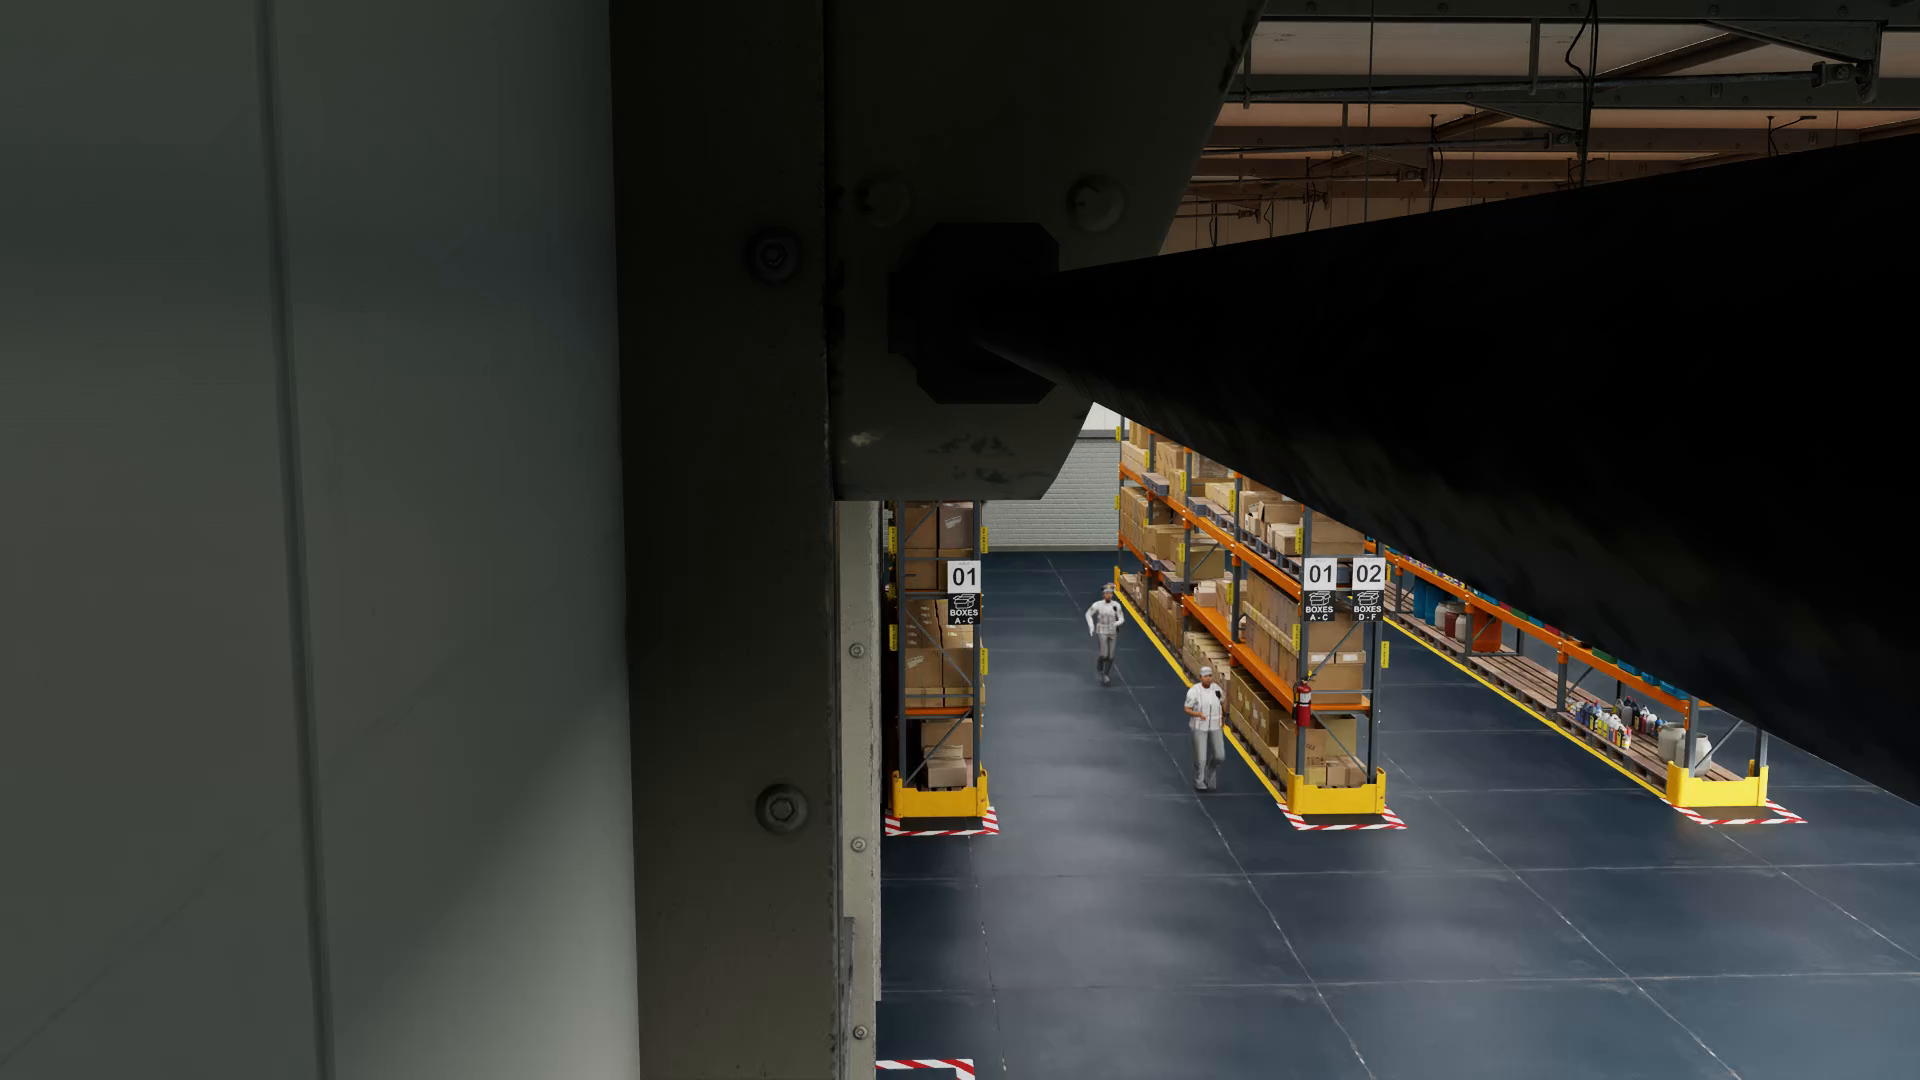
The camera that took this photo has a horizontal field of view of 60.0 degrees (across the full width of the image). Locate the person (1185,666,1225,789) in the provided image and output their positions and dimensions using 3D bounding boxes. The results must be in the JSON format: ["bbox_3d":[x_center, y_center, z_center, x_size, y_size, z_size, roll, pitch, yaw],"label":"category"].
[{"bbox_3d":[3.197,2.444,21.434,0.591,1.638,0.576,-1,8,-9],"label":"person"}]

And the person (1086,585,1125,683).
[{"bbox_3d":[2.424,1.556,27.428,0.593,1.660,0.616,-1,8,-10],"label":"person"}]
